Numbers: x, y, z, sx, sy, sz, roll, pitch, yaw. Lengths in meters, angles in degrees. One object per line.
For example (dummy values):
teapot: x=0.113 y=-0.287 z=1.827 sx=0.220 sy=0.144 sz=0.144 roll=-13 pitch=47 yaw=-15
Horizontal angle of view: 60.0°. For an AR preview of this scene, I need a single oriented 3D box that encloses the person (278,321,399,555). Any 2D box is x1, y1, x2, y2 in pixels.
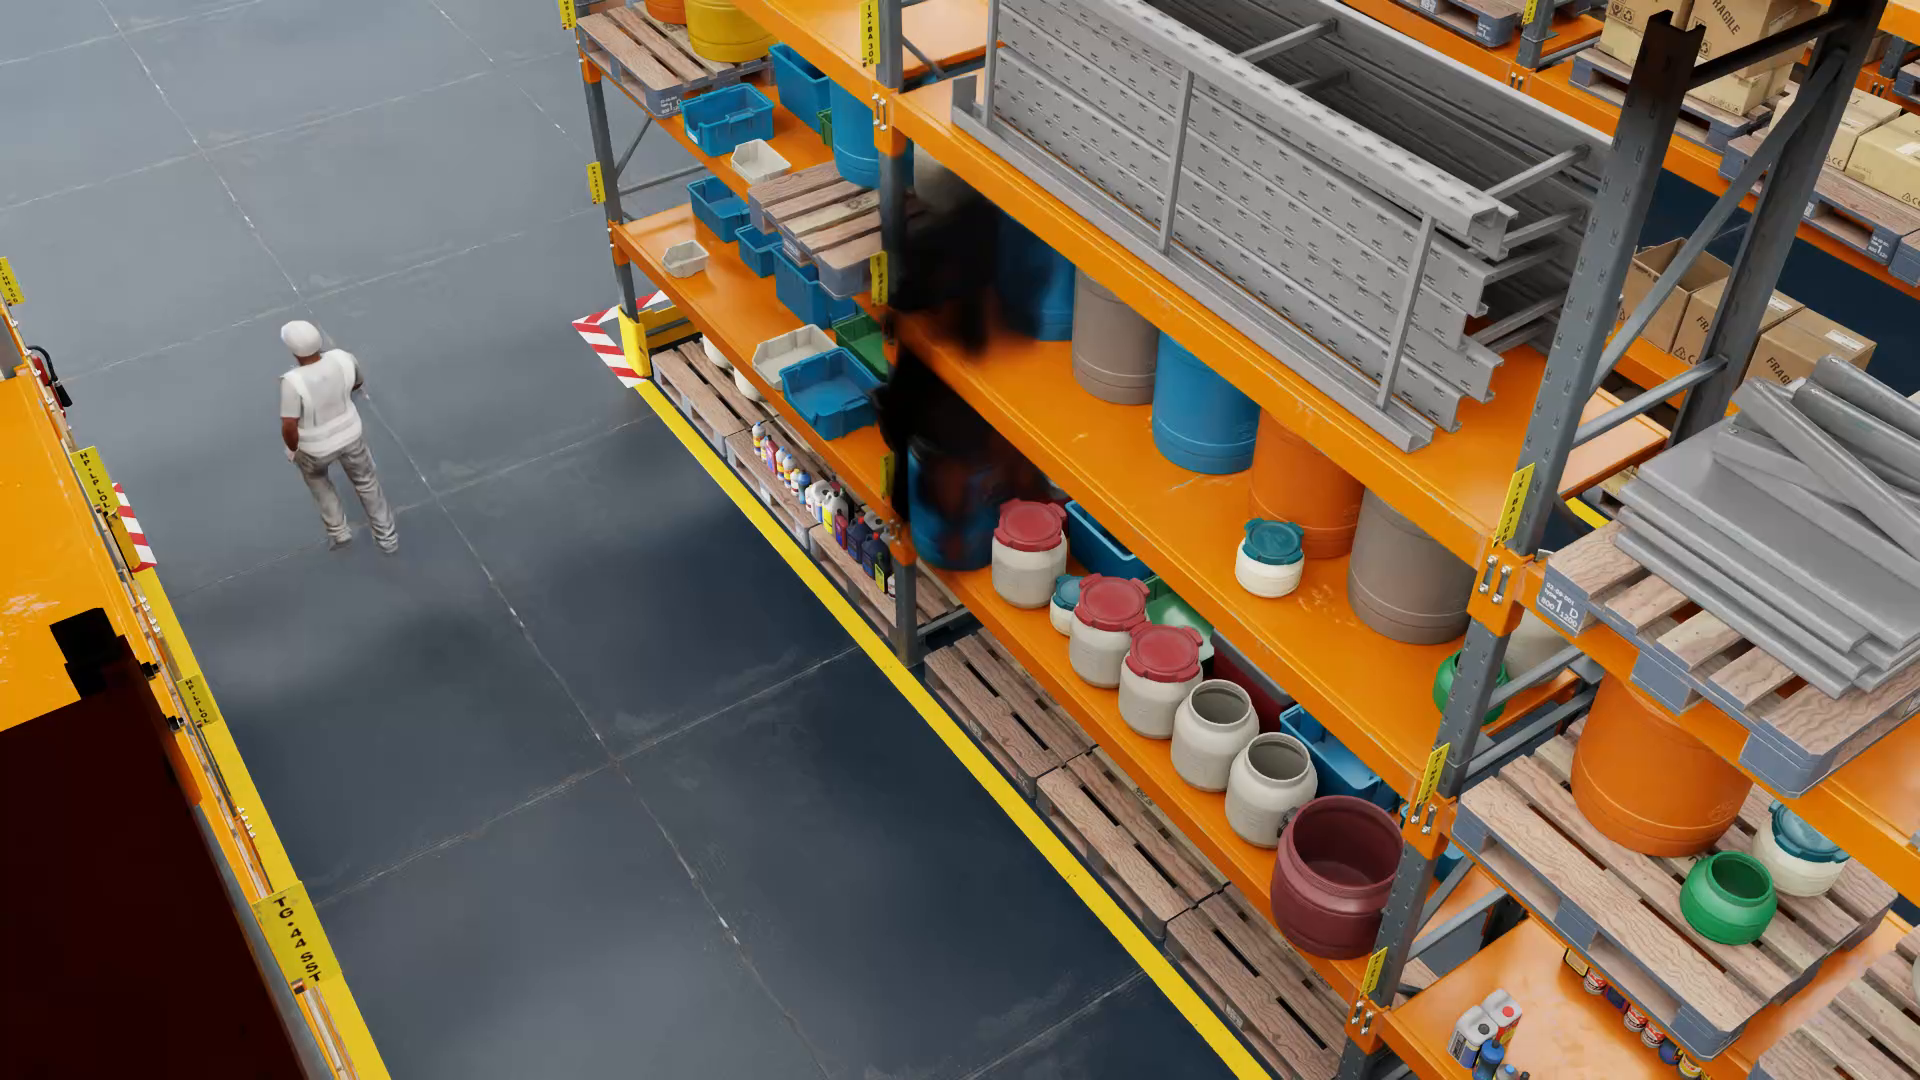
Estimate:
person: x=-4.081 y=-0.640 z=10.749 sx=0.667 sy=1.878 sz=0.719 roll=-32 pitch=51 yaw=-30
